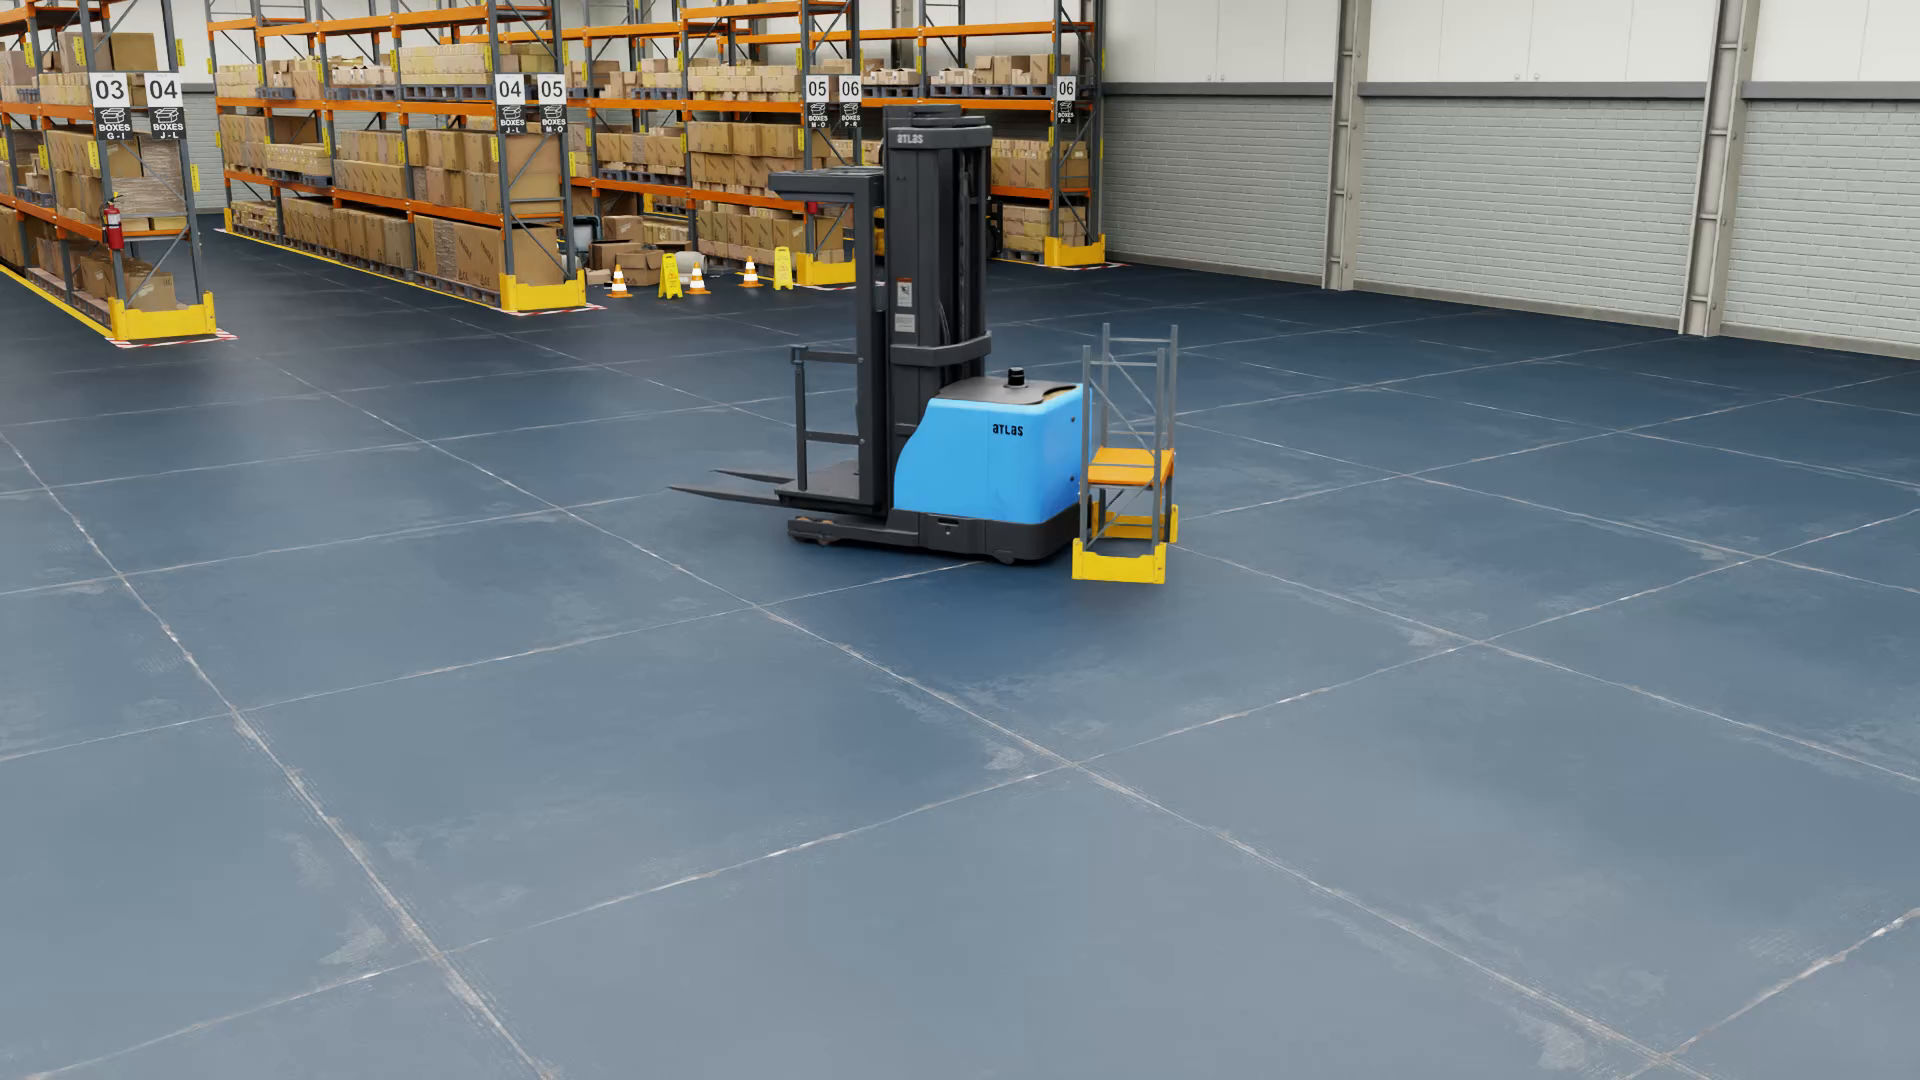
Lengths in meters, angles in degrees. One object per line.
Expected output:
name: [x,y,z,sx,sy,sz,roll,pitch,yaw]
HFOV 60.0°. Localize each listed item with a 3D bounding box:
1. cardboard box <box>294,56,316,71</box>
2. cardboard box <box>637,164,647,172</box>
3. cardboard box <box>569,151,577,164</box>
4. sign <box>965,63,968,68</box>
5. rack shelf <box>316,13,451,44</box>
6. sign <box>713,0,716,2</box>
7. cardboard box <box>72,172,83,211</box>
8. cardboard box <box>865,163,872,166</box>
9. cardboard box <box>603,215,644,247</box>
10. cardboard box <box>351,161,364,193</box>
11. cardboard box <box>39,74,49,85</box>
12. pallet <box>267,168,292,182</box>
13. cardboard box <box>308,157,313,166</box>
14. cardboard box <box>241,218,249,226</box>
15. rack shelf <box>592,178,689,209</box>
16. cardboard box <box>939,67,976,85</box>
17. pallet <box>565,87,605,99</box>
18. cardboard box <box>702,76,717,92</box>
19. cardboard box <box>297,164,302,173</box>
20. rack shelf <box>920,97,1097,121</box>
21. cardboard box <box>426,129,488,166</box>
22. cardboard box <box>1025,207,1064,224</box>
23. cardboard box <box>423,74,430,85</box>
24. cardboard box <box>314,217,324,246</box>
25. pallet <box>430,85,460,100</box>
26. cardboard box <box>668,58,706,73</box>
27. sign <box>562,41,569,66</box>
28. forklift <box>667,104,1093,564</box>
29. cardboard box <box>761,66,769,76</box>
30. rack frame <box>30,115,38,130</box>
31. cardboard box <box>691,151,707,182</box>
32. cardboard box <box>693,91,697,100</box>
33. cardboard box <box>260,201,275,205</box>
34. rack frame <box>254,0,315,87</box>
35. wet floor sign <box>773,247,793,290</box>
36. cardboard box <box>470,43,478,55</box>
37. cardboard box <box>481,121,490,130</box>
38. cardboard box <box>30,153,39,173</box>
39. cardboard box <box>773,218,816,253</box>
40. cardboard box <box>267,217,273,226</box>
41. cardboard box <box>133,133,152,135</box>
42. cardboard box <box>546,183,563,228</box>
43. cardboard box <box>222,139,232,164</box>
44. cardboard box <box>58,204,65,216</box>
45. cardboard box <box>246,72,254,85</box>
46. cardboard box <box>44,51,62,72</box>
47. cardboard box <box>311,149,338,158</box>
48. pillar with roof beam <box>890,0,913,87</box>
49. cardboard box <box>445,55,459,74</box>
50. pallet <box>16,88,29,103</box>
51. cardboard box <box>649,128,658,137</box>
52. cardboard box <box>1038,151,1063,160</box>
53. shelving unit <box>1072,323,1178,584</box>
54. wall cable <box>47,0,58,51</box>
cardboard box: [-11.867,-8.663,30.225,0.396,0.266,0.258,-11,19,-35]
cardboard box: [-5.750,-6.902,30.792,0.380,0.149,0.250,-10,18,-33]
cardboard box: [-7.496,-7.613,33.047,0.500,0.250,0.500,-11,19,-36]
sign: [0.111,-9.009,32.000,0.100,0.325,0.005,-11,19,-35]
rack shelf: [-9.470,-8.408,27.371,1.077,0.370,4.000,-11,19,-35]
sign: [-5.490,-12.199,37.181,0.100,0.325,0.005,-11,19,-35]
cardboard box: [-11.249,-4.649,22.125,0.875,0.500,0.500,-11,19,-35]
cardboard box: [-1.722,-7.510,33.615,0.500,0.250,0.500,-10,18,-33]
cardboard box: [-5.772,-5.294,28.538,0.500,0.500,0.500,-11,19,-35]
cardboard box: [-10.003,-6.176,28.270,0.500,0.500,0.500,-11,19,-35]
cardboard box: [-12.424,-6.329,22.863,0.380,0.149,0.250,-12,19,-36]
pallet: [-12.666,-7.057,32.042,1.003,0.211,1.213,-11,19,-35]
cardboard box: [-11.463,-6.798,29.848,0.380,0.149,0.250,-10,18,-32]
cardboard box: [-14.867,-6.689,34.938,0.380,0.149,0.250,-11,19,-34]
rack shelf: [-5.525,-6.497,30.996,1.077,0.370,4.000,-11,19,-35]
cardboard box: [-0.045,-8.628,30.918,0.500,0.311,0.500,-10,18,-33]
pallet: [-7.123,-8.756,32.562,1.213,0.211,1.003,-10,18,-32]
cardboard box: [-4.002,-7.690,28.029,0.500,0.250,0.500,-11,19,-35]
cardboard box: [-11.907,-6.816,30.478,0.380,0.149,0.250,-12,19,-37]
rack shelf: [0.839,-7.861,30.297,1.077,0.370,4.000,-11,19,-35]
cardboard box: [-7.688,-6.037,25.622,0.875,0.550,0.550,-11,19,-35]
cardboard box: [1.492,-5.743,29.396,0.500,0.250,0.500,-10,18,-33]
cardboard box: [-7.755,-6.856,24.753,0.380,0.149,0.250,-11,19,-35]
cardboard box: [-11.547,-5.690,30.622,0.500,0.500,0.500,-10,18,-32]
pallet: [-7.108,-6.595,24.475,1.003,0.211,1.213,-11,19,-35]
cardboard box: [-4.793,-8.339,29.223,0.500,0.250,0.500,-10,18,-33]
sign: [-5.490,-6.765,23.122,0.100,0.325,0.005,-11,19,-35]
forklift: [-0.635,-1.500,11.504,3.031,2.935,1.130,7,17,24]
cardboard box: [-2.966,-7.528,26.682,0.380,0.149,0.250,-11,19,-35]
rack frame: [-17.069,-6.587,29.962,1.000,3.000,0.127,-11,19,-35]
cardboard box: [-4.316,-6.472,28.787,0.500,0.500,0.500,-11,19,-35]
cardboard box: [-4.365,-7.637,28.591,0.380,0.149,0.250,-11,19,-35]
cardboard box: [-14.732,-7.168,35.561,0.380,0.149,0.250,-10,18,-33]
rack frame: [-12.998,-10.229,31.904,1.000,3.000,0.127,-11,19,-35]
wet floor sign: [-2.751,-4.221,25.776,0.267,0.644,0.232,-4,16,-15]
cardboard box: [-6.560,-6.807,23.063,0.380,0.149,0.250,-11,19,-34]
cardboard box: [-10.153,-8.931,36.441,0.500,0.500,0.500,-11,19,-34]
cardboard box: [-14.368,-5.875,26.374,0.500,0.500,0.500,-14,21,-41]
cardboard box: [-2.680,-4.932,26.906,0.500,0.500,0.500,-11,19,-34]
cardboard box: [-13.609,-6.380,33.247,0.380,0.149,0.250,-12,19,-37]
cardboard box: [-10.405,-4.966,21.393,0.500,0.500,0.500,-11,19,-35]
cardboard box: [-8.087,-6.992,34.668,0.875,0.875,0.875,-10,18,-33]
cardboard box: [-15.309,-8.243,35.257,0.500,0.500,0.500,-10,18,-32]
cardboard box: [-12.346,-4.610,23.213,0.380,0.149,0.250,-11,19,-35]
cardboard box: [-13.772,-9.123,32.882,0.500,0.250,0.500,-12,19,-37]
cardboard box: [-12.562,-6.694,23.678,0.797,0.503,0.637,-12,19,-37]
cardboard box: [-11.305,-6.883,29.597,0.380,0.149,0.250,-12,19,-37]
pillar with roof beam: [-4.675,-10.130,31.540,9.100,9.000,0.400,-11,19,-35]
cardboard box: [-7.044,-6.817,23.856,0.500,0.250,0.500,-11,19,-35]
pallet: [-13.255,-6.605,24.699,1.213,0.211,1.003,-11,19,-35]
cardboard box: [-5.400,-7.388,30.110,0.380,0.149,0.250,-12,19,-37]
cardboard box: [1.585,-6.726,29.050,0.380,0.149,0.250,-11,19,-34]
shelving unit: [1.114,-0.598,10.920,0.587,1.500,1.083,3,16,11]
wall cable: [-19.958,-13.629,38.232,2.277,5.999,0.120,-11,19,-35]
